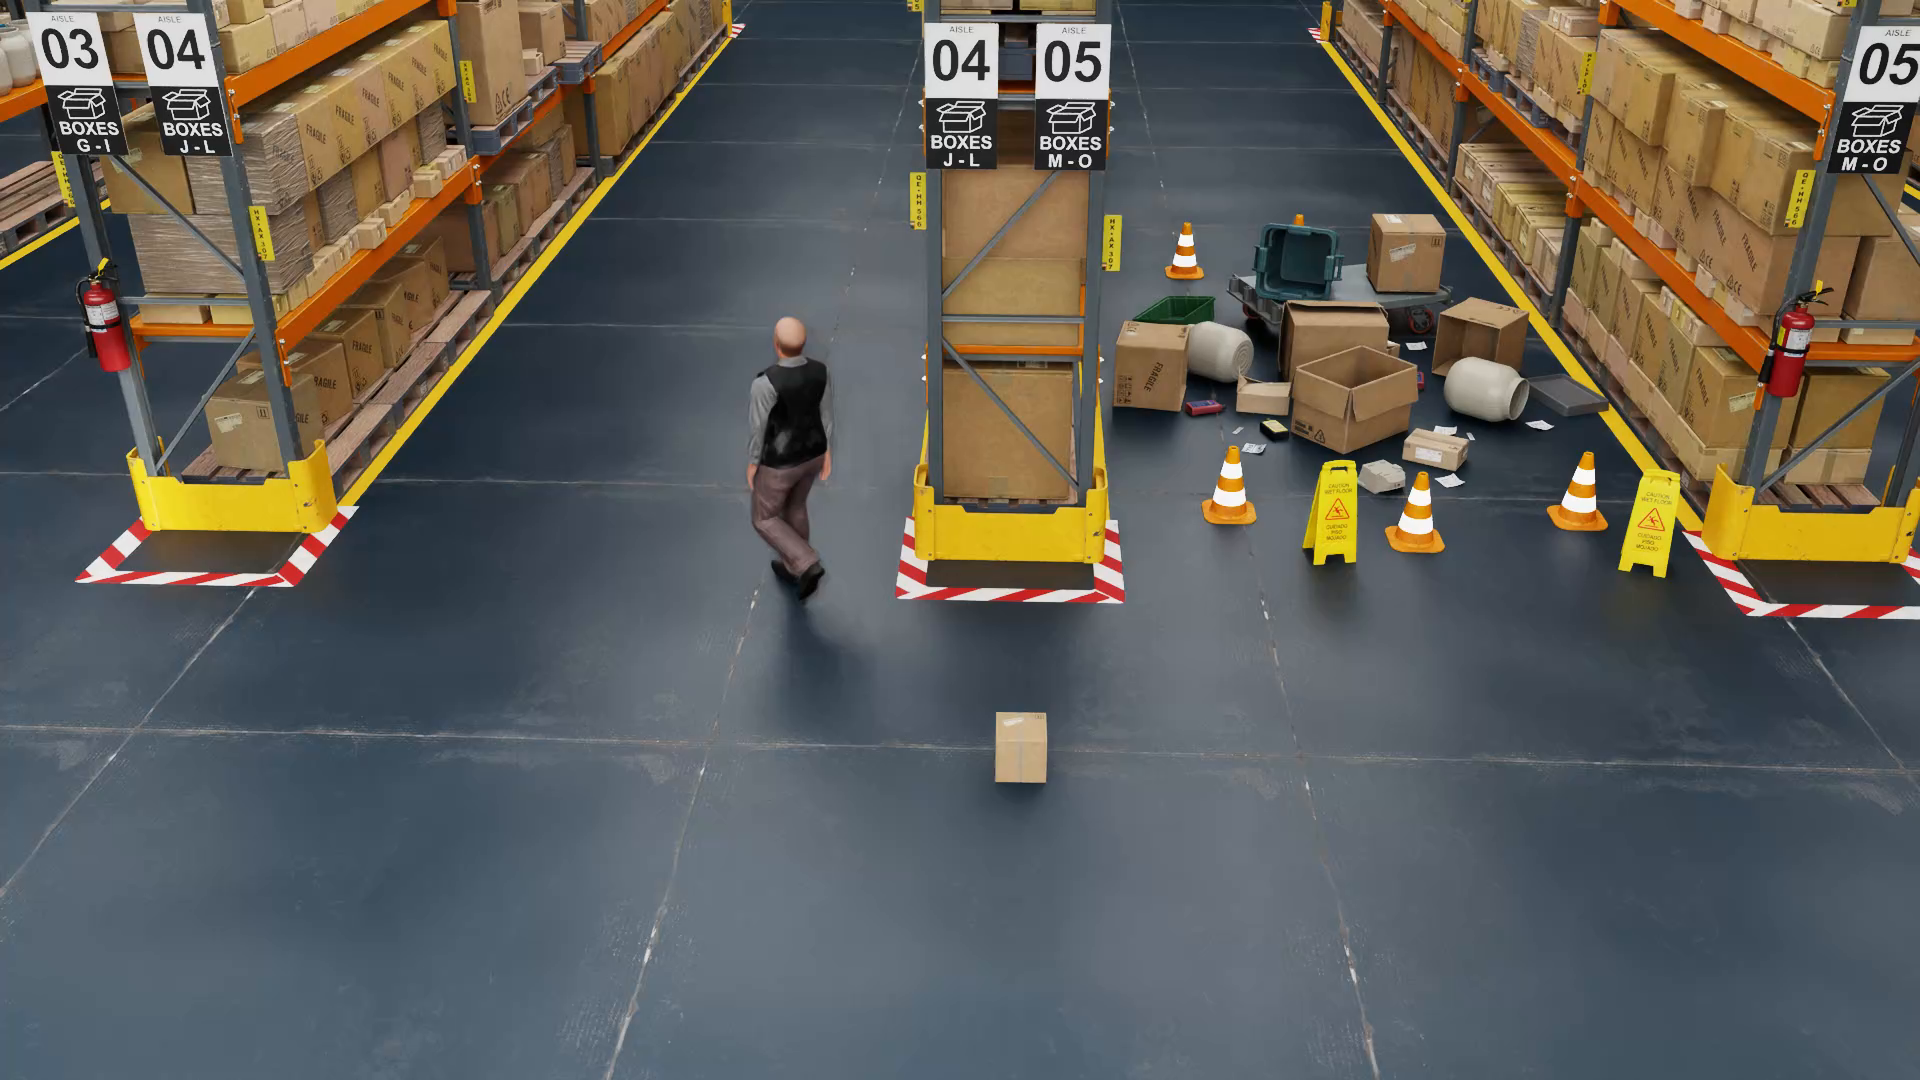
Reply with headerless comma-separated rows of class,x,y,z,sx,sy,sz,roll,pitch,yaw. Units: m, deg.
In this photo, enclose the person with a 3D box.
person,-0.948,-0.456,9.470,0.534,1.702,0.678,-24,36,-37
